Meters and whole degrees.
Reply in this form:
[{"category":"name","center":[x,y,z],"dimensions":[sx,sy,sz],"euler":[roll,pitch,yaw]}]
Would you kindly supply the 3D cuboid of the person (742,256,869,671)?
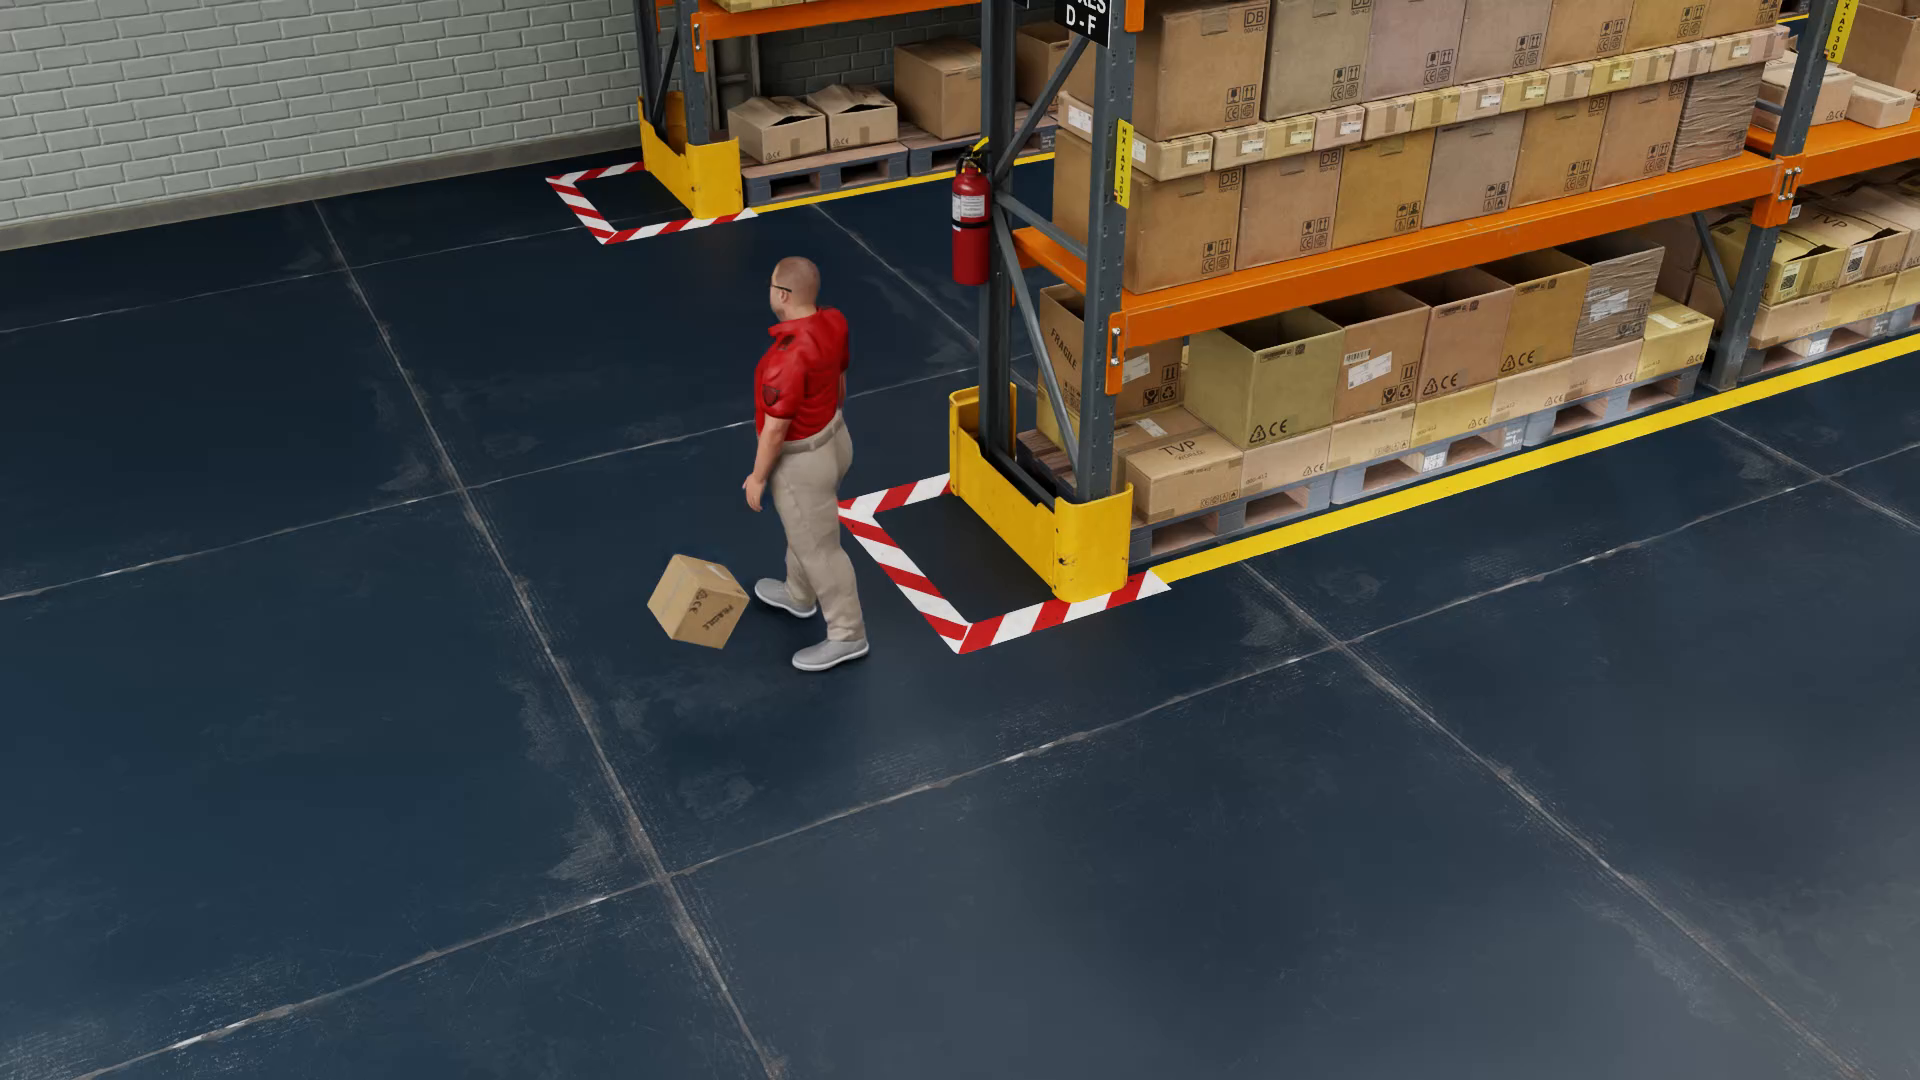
[{"category":"person","center":[-0.649,-0.352,6.687],"dimensions":[0.646,1.717,0.664],"euler":[11,34,16]}]
